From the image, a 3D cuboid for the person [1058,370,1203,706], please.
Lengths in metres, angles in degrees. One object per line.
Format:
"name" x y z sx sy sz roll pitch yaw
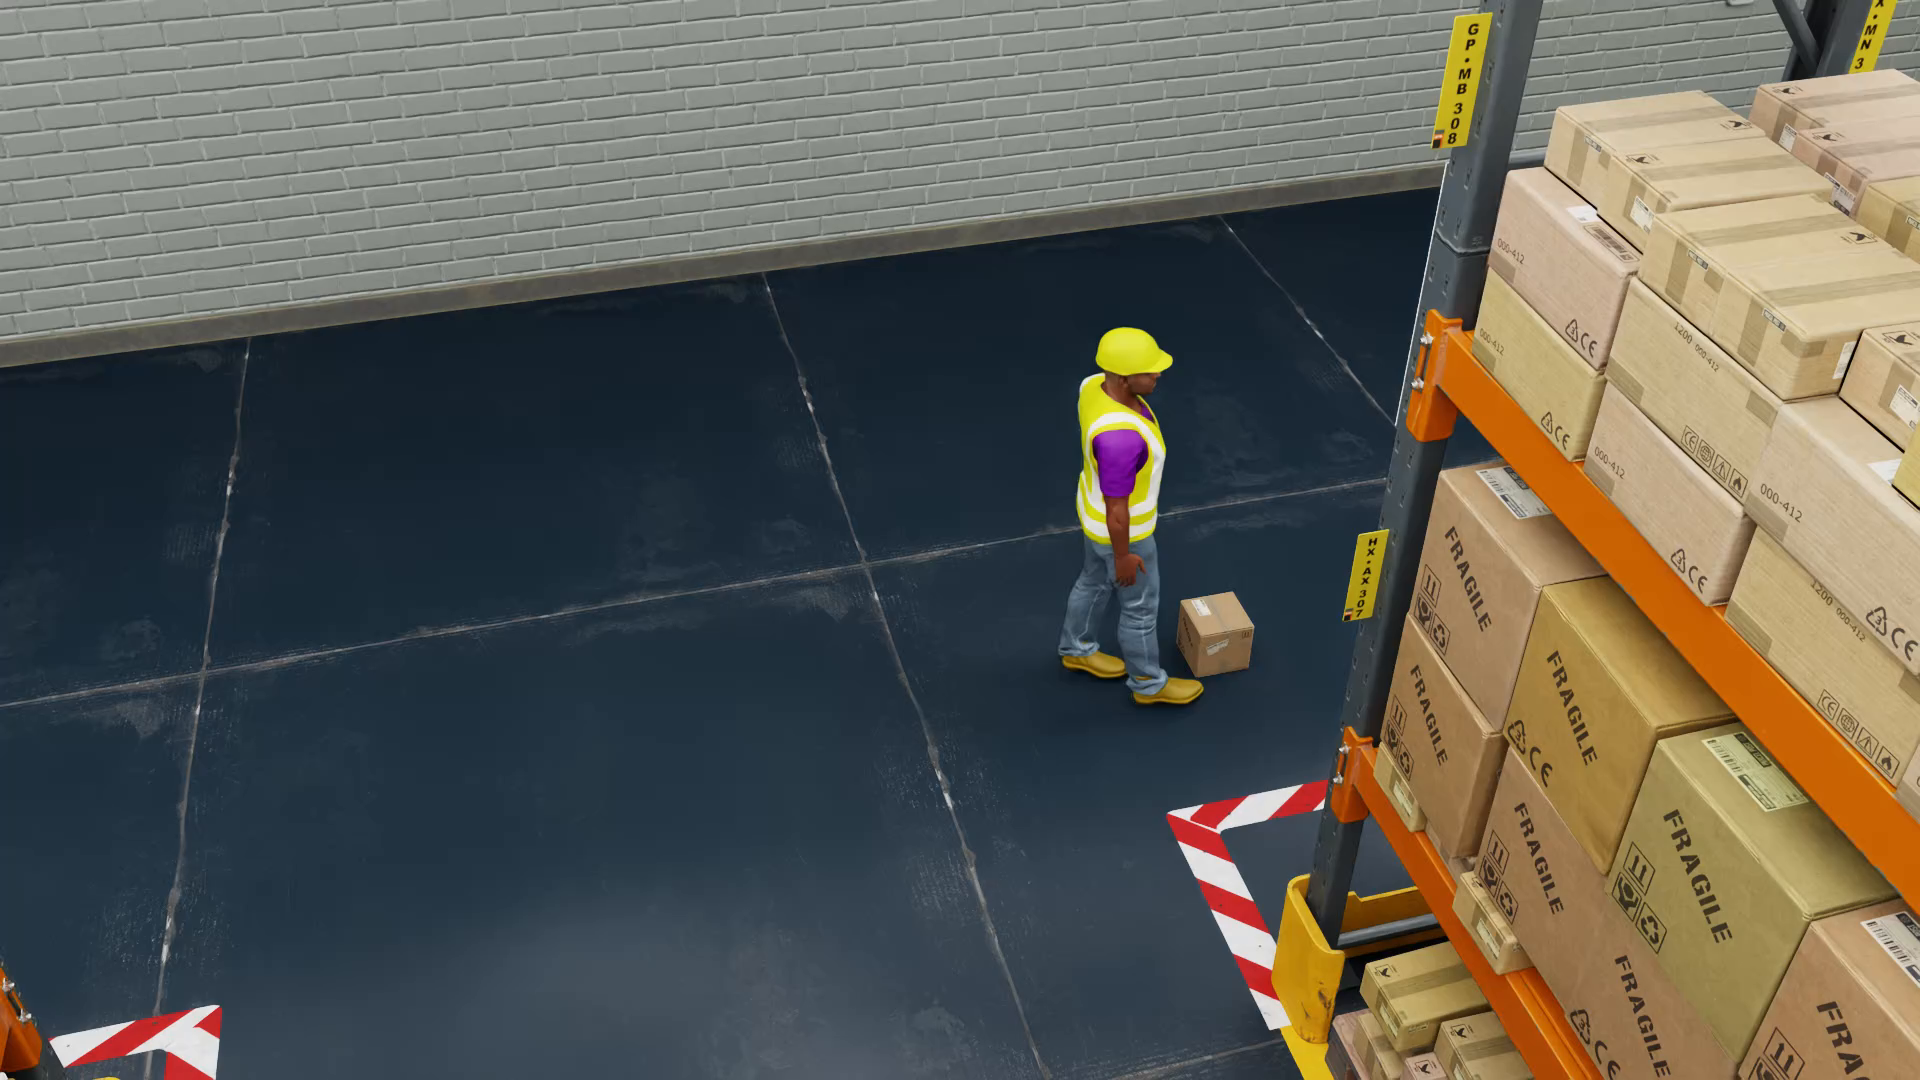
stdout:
"person" 0.744 -0.084 6.828 0.612 1.726 0.575 -2 38 -3
